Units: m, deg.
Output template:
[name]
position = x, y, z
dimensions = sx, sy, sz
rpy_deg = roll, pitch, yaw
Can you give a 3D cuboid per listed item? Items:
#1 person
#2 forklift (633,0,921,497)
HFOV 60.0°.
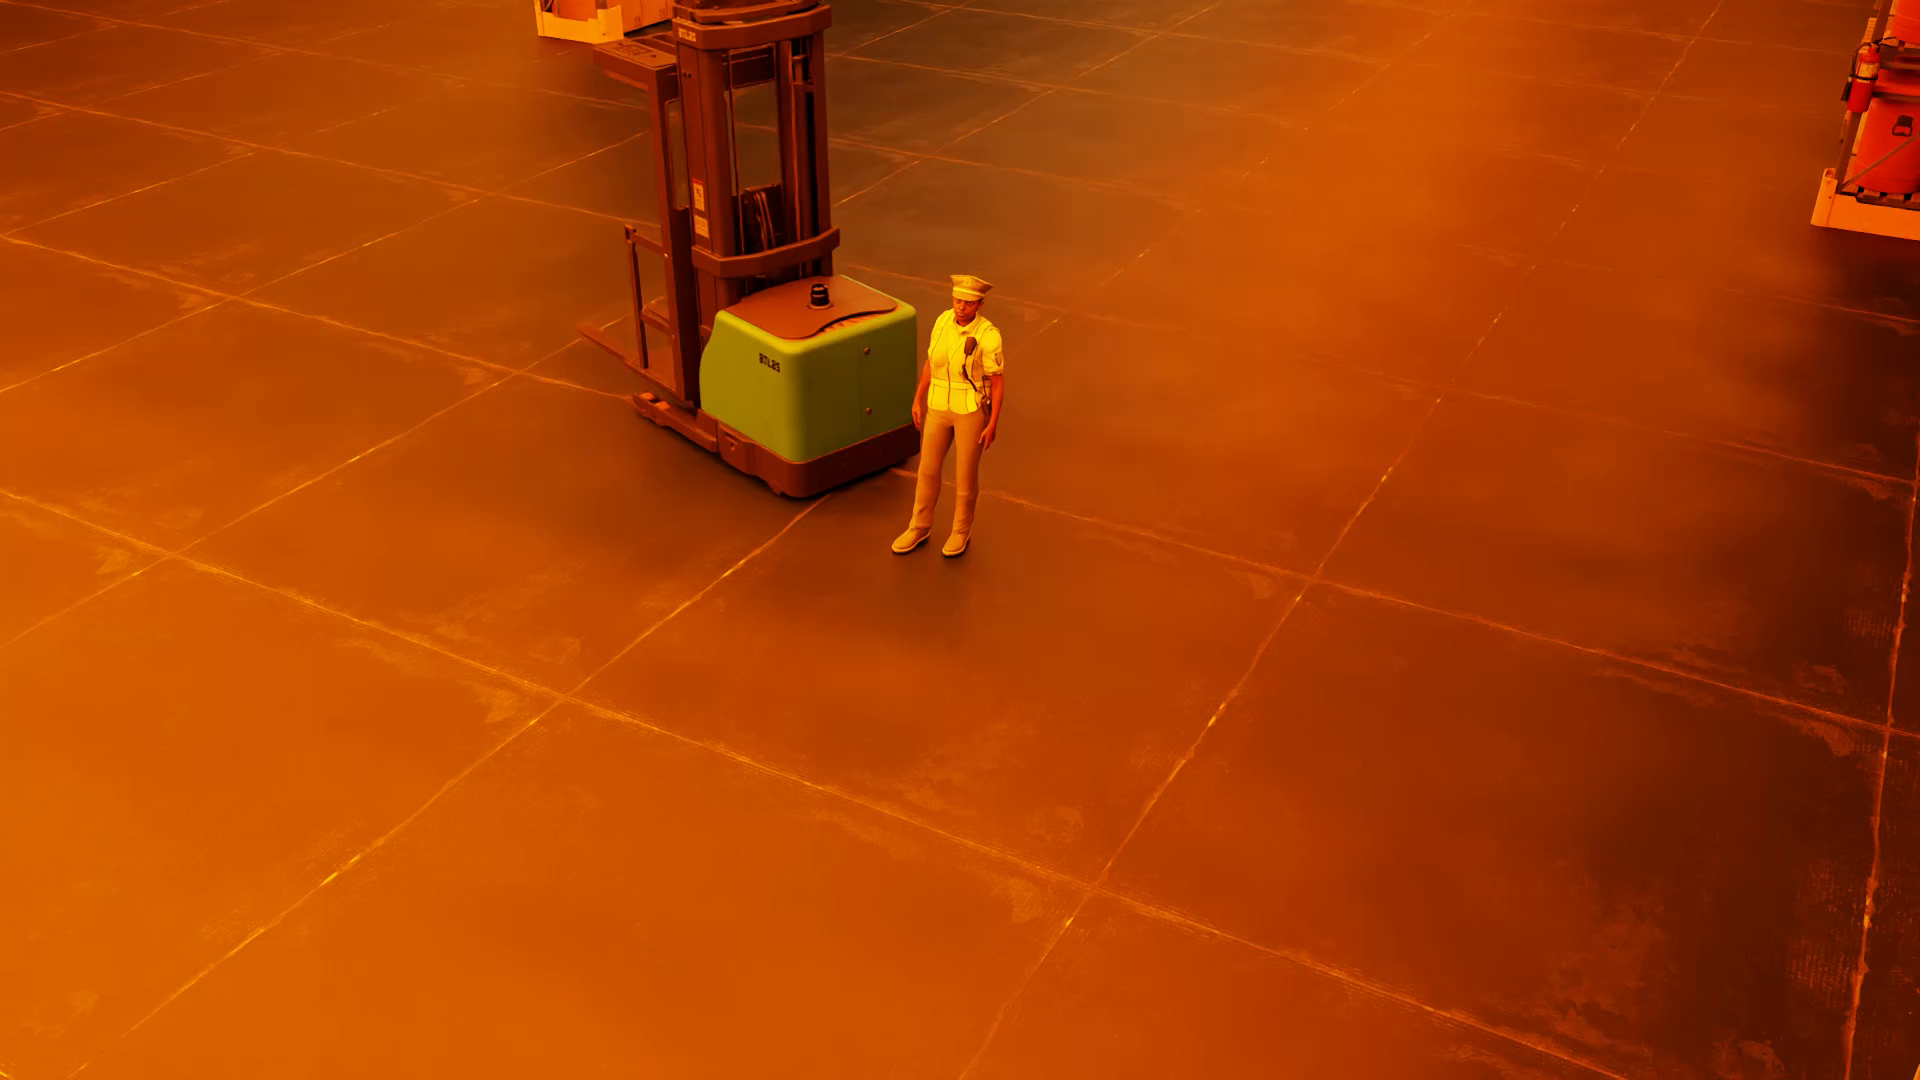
[person]
position = -0.013, -0.768, 9.559
dimensions = 0.510, 1.628, 0.394
rpy_deg = 15, 33, 25
[forklift]
position = -1.599, -2.192, 10.868
dimensions = 1.130, 2.935, 3.031
rpy_deg = -23, 37, -35
